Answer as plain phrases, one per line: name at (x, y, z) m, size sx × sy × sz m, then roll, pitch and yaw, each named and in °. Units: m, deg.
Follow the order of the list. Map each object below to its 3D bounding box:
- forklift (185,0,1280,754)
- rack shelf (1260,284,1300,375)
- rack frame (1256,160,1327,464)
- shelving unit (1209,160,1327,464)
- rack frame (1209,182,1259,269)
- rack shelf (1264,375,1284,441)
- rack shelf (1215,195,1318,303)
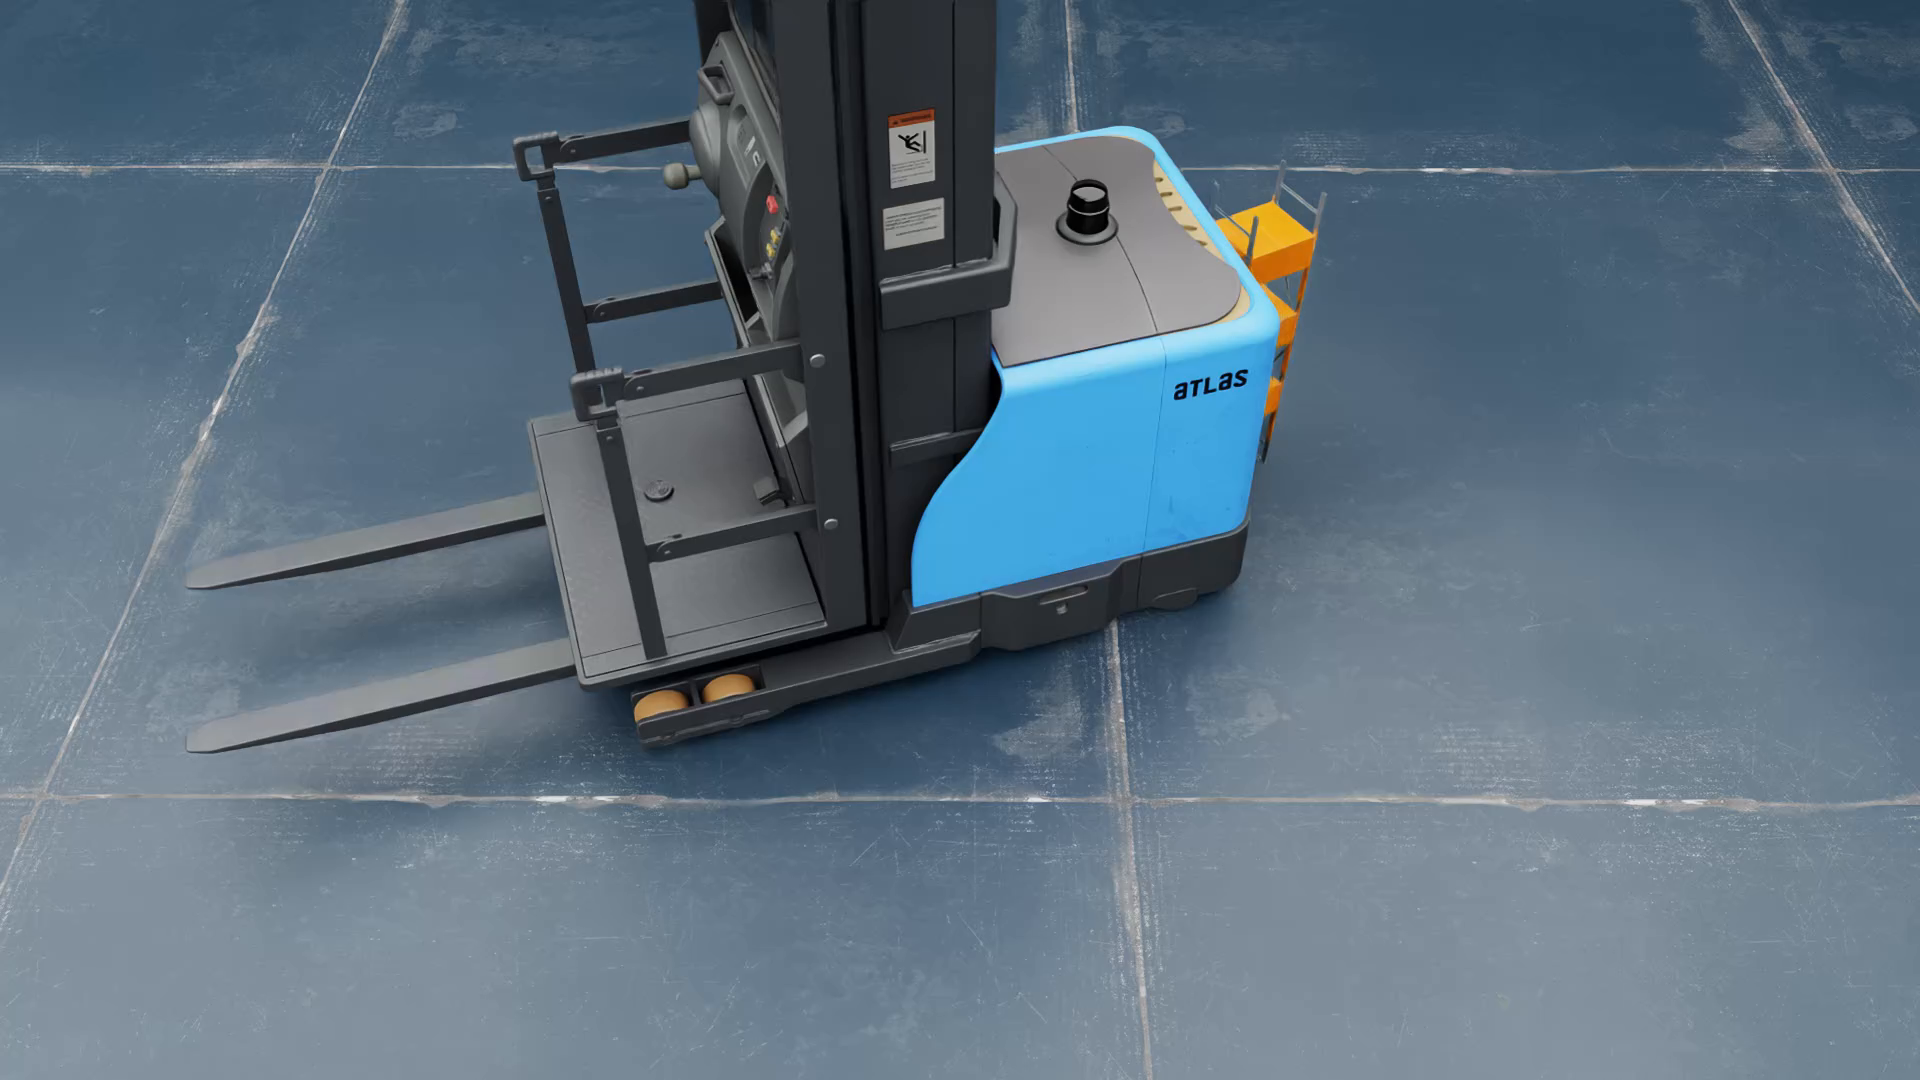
forklift at (-0.717, -0.853, 4.041) m, size 3.031 × 2.935 × 1.130 m, roll -13°, pitch 48°, yaw -12°
rack shelf at (0.868, -0.630, 5.127) m, size 0.240 × 0.259 × 0.215 m, roll -22°, pitch 51°, yaw -22°
rack frame at (0.972, -0.680, 5.165) m, size 0.008 × 1.050 × 0.200 m, roll -22°, pitch 51°, yaw -22°
shelving unit at (0.868, -0.637, 5.119) m, size 0.252 × 1.050 × 0.215 m, roll -22°, pitch 51°, yaw -22°
rack frame at (0.763, -0.594, 5.073) m, size 0.008 × 1.050 × 0.200 m, roll -22°, pitch 51°, yaw -22°
rack shelf at (0.858, -0.436, 5.326) m, size 0.240 × 0.259 × 0.215 m, roll -22°, pitch 51°, yaw -22°
rack shelf at (0.877, -0.827, 4.923) m, size 0.240 × 0.259 × 0.215 m, roll -22°, pitch 51°, yaw -22°
